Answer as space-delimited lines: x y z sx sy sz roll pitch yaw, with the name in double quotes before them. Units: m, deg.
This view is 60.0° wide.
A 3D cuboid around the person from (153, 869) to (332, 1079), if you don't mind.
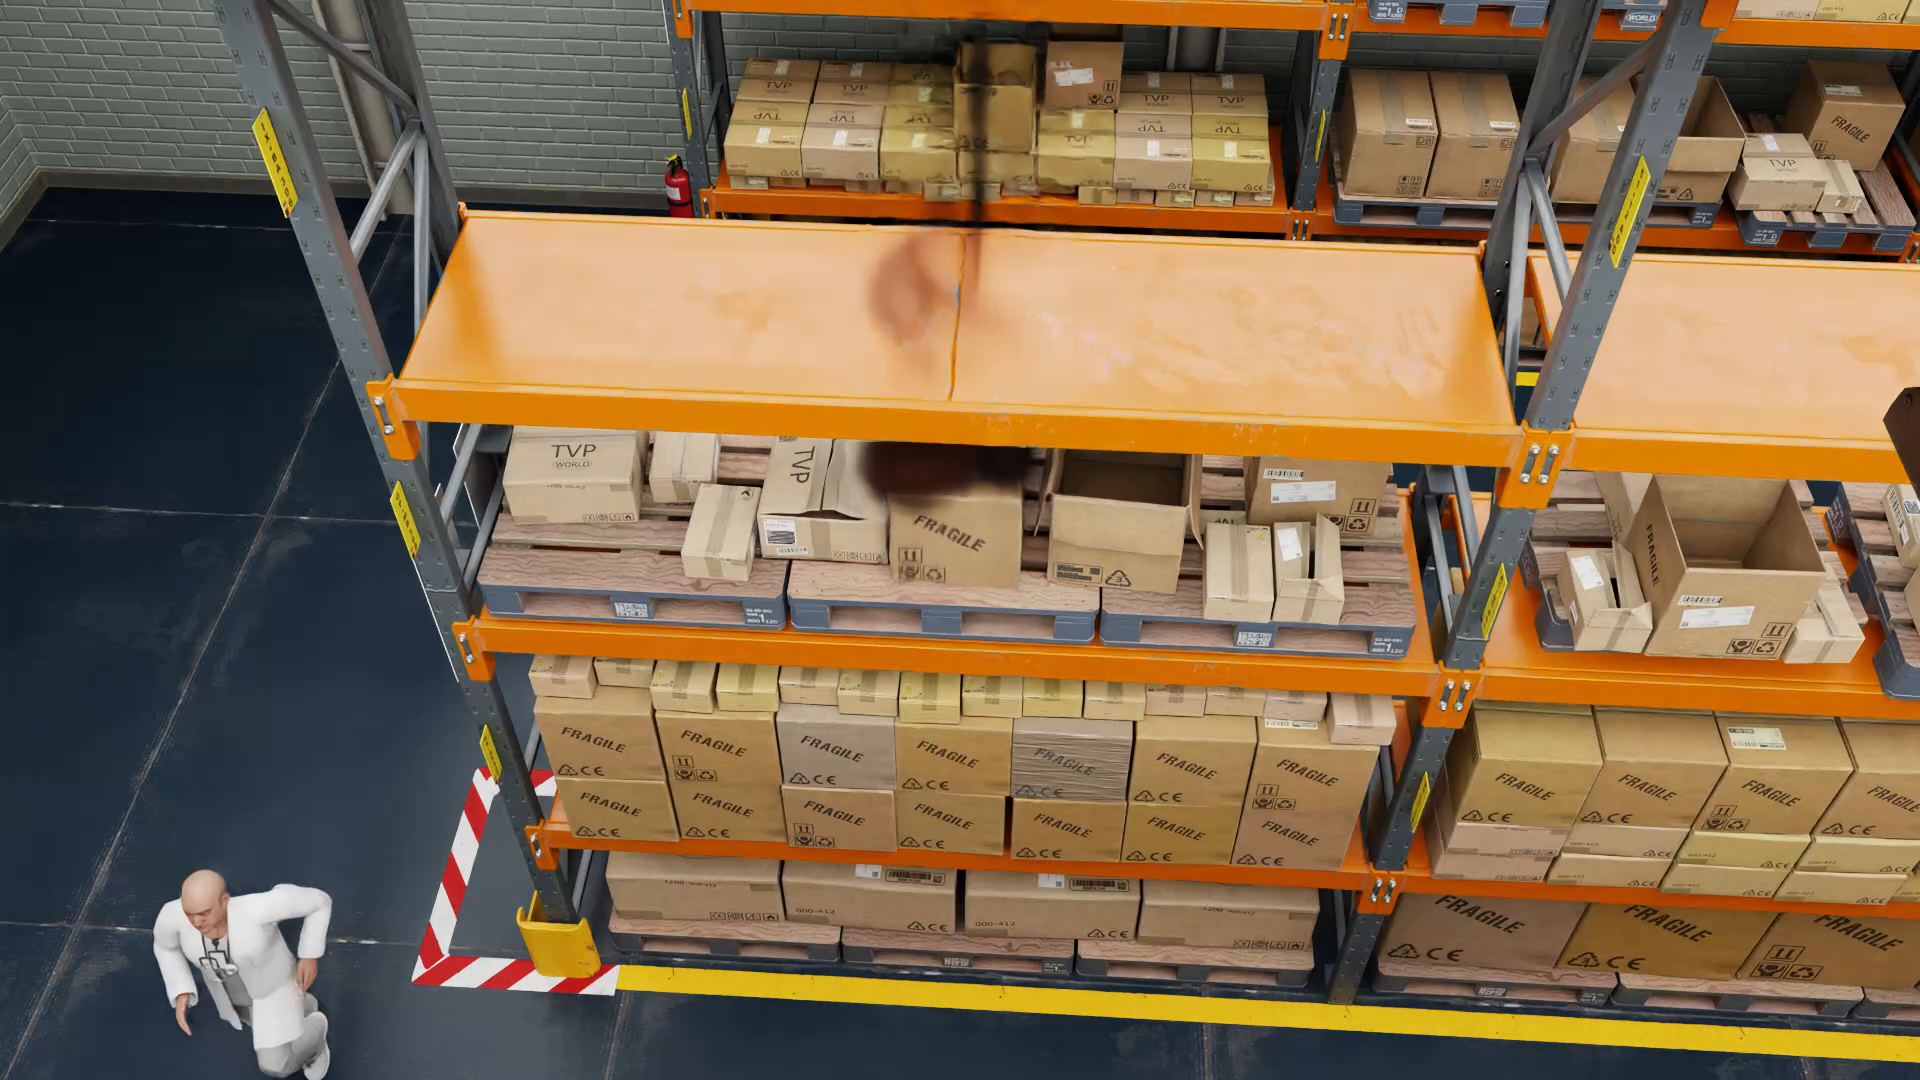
"person" -3.250 2.084 7.687 0.734 1.786 0.744 5 48 4
